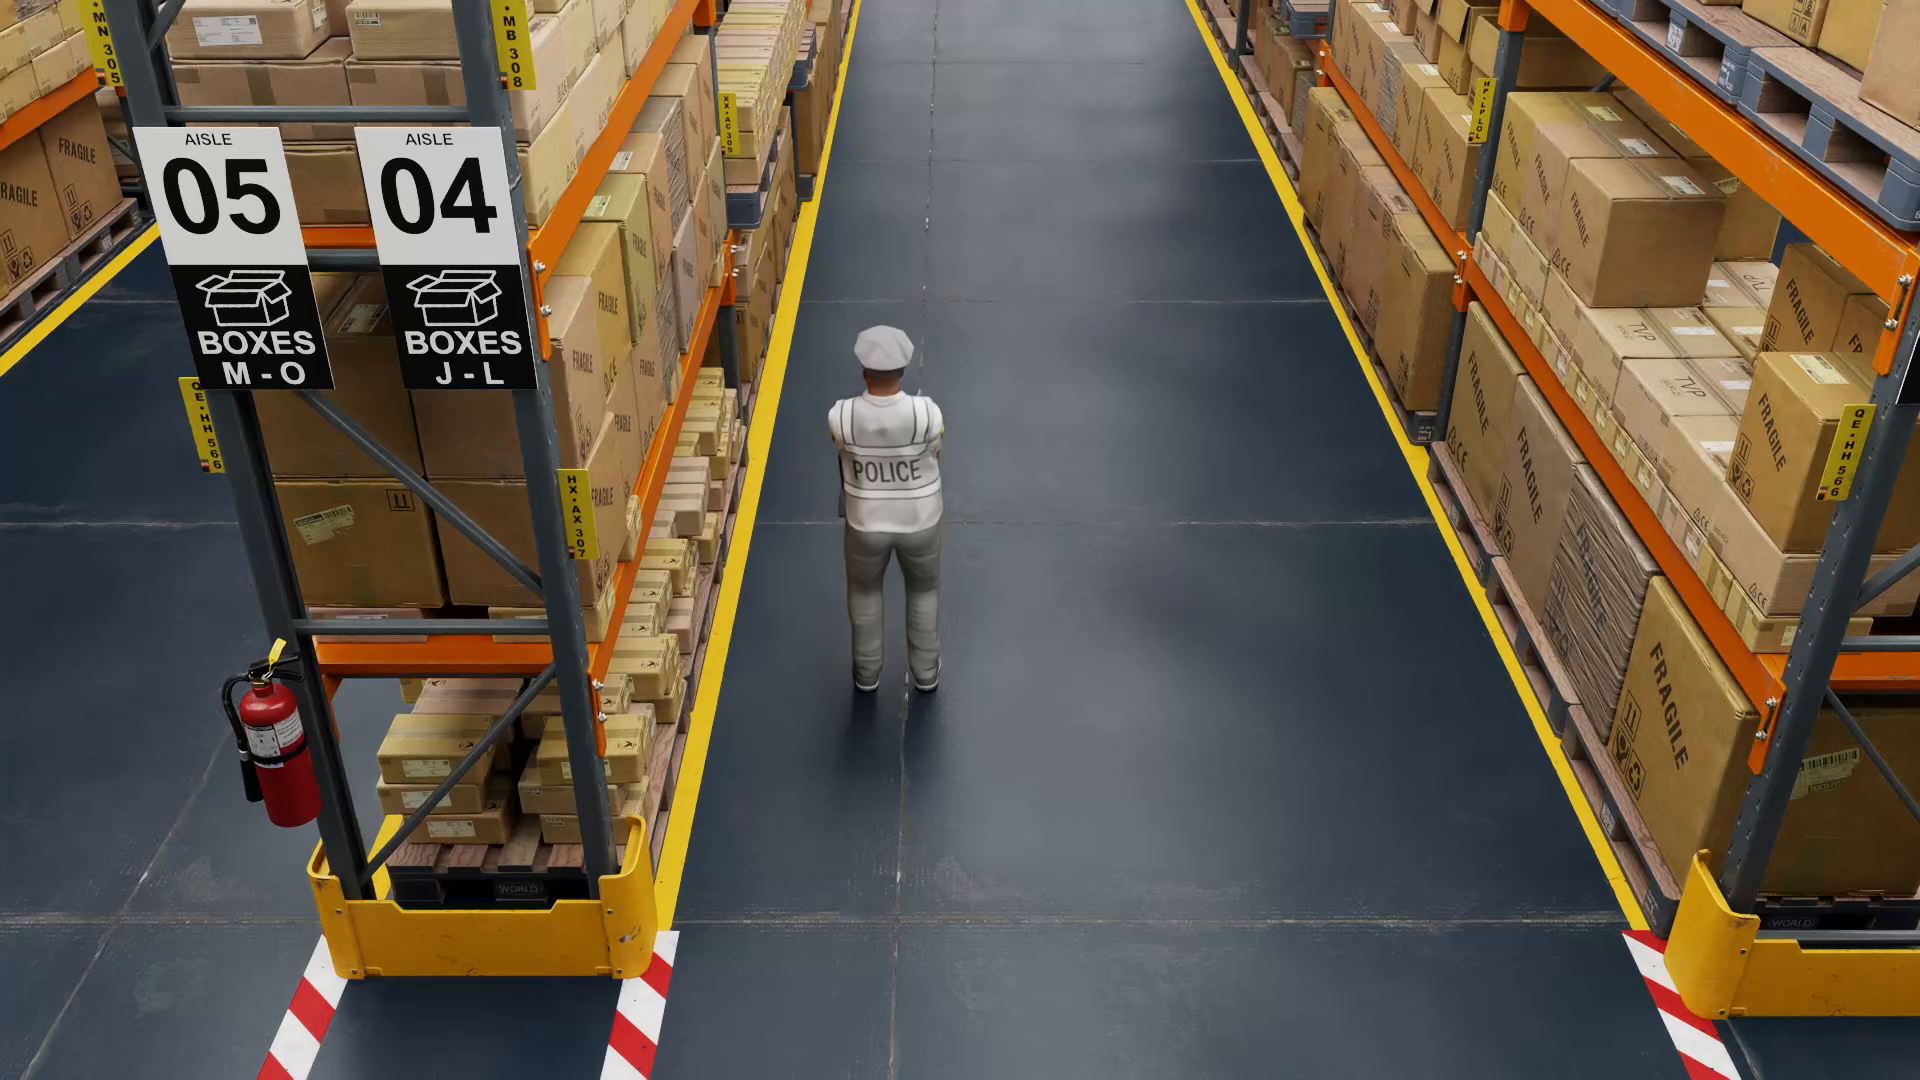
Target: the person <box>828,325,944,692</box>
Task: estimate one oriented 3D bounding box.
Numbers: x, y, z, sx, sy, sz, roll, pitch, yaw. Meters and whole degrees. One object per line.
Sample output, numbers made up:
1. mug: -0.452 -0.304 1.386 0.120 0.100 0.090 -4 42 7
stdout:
1. person: -0.315 -0.151 7.362 0.490 1.772 0.567 -1 31 -1
